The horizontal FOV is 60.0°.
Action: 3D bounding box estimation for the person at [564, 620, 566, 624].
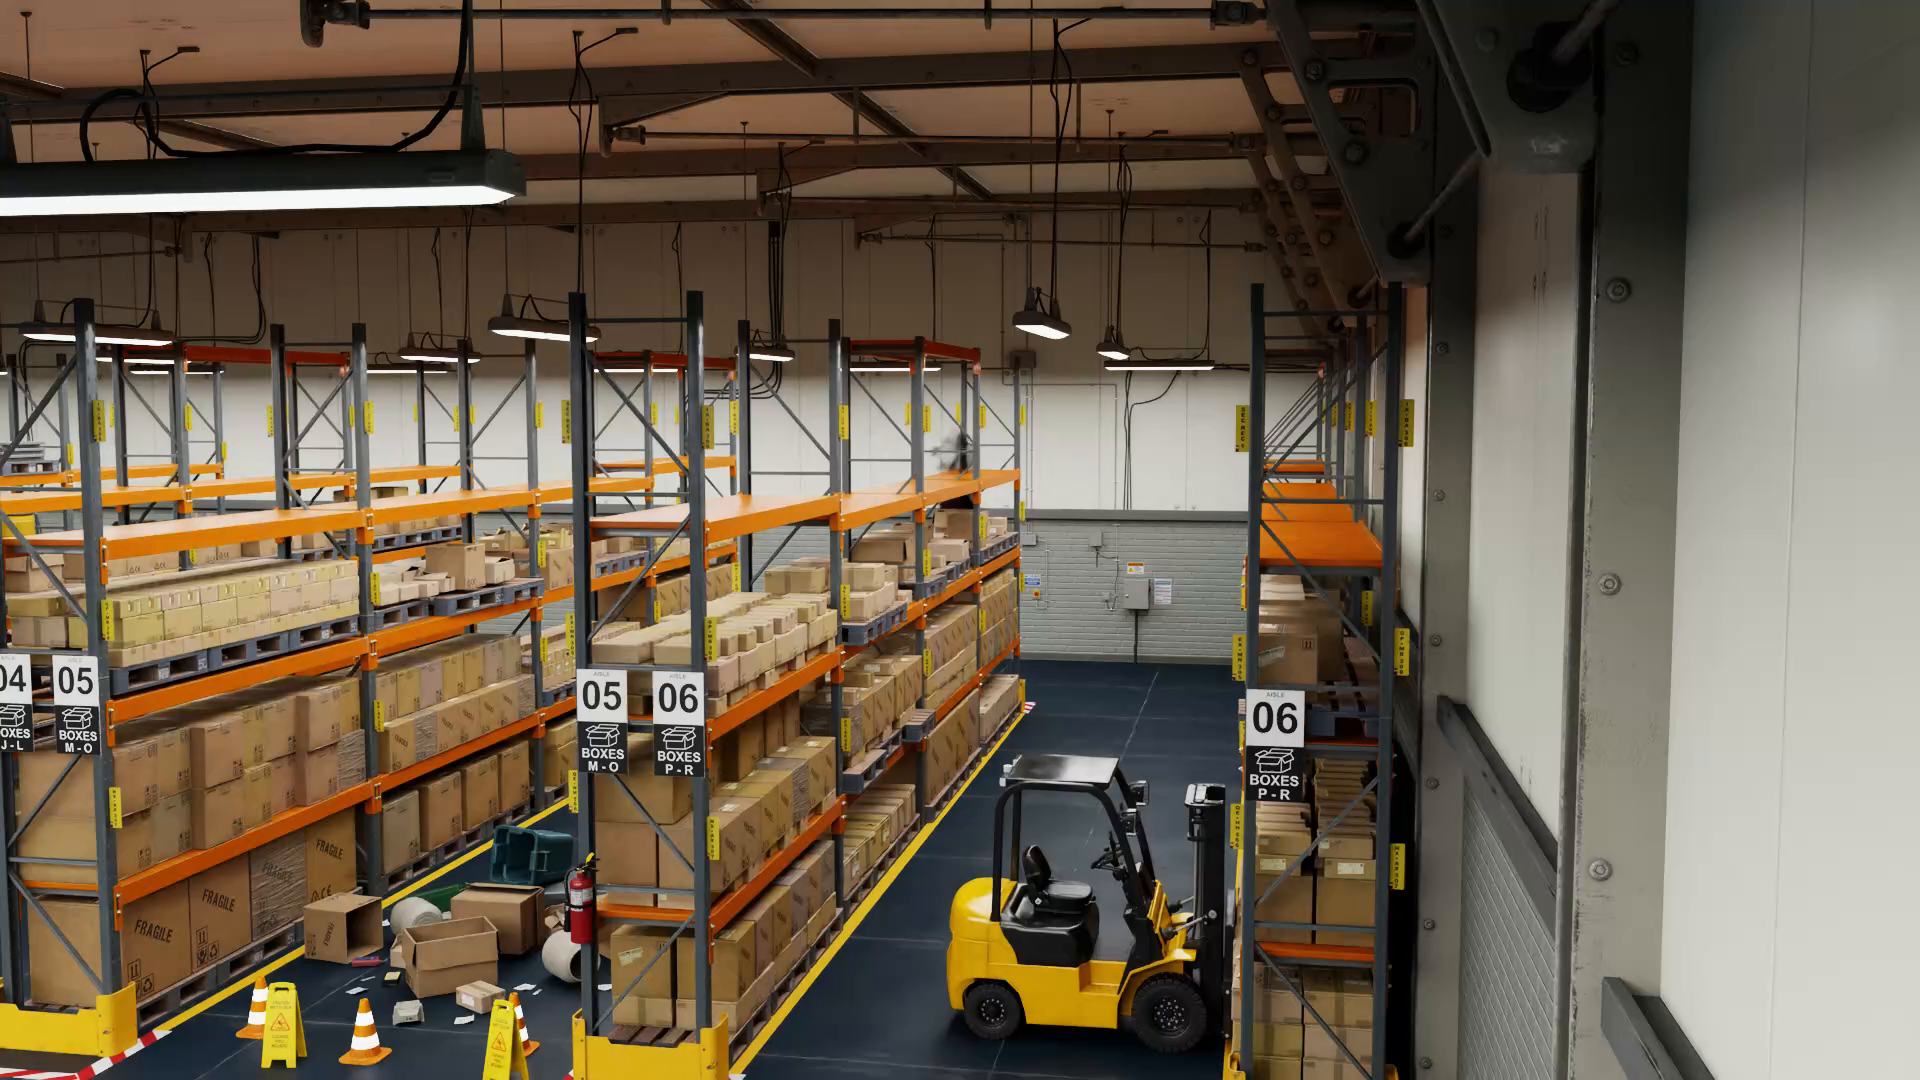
[{"bbox_3d":[-6.482,2.114,27.802,0.597,1.604,0.746,2,5,24],"label":"person"}]
